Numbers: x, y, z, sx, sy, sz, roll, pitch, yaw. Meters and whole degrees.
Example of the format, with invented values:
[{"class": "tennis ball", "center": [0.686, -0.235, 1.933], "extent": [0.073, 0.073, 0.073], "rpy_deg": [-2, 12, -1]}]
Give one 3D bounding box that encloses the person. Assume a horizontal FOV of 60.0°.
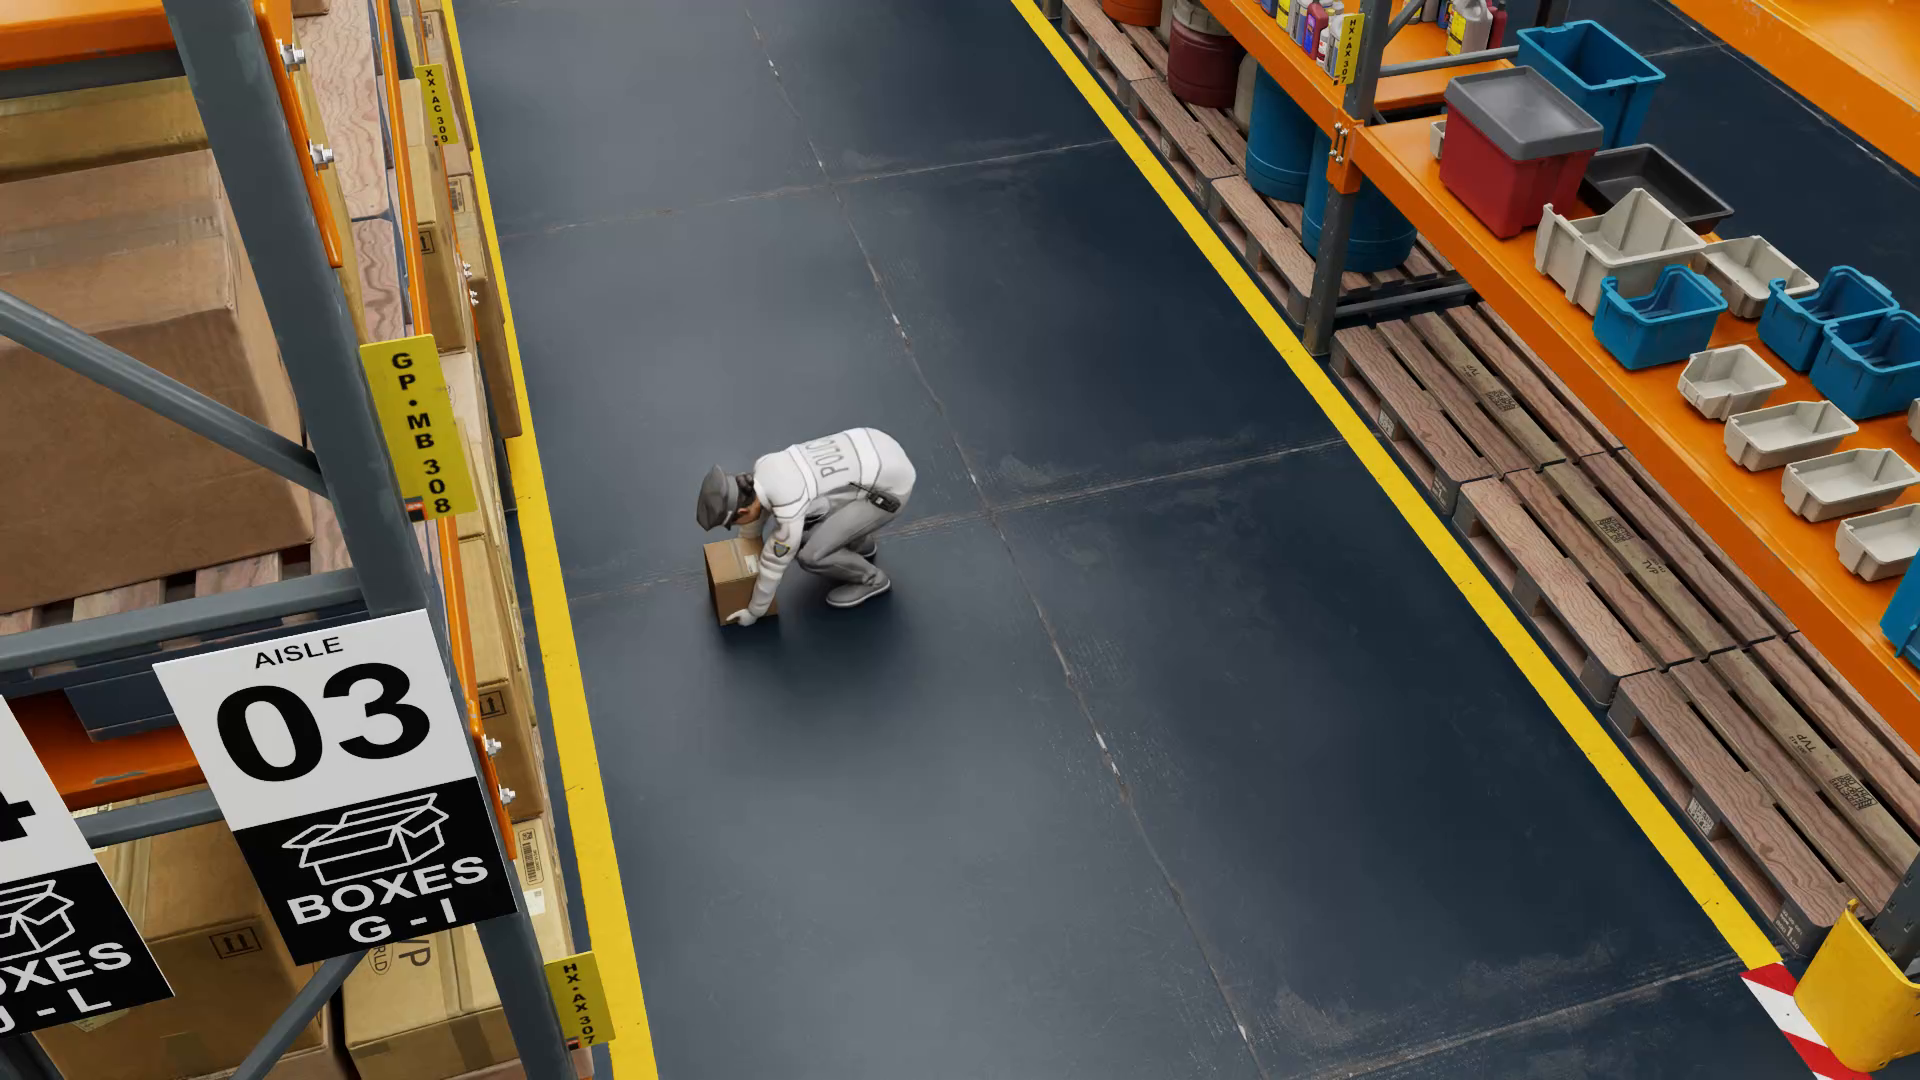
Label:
[{"class": "person", "center": [-0.635, -0.072, 6.932], "extent": [0.915, 0.760, 0.458], "rpy_deg": [-13, 44, -14]}]
